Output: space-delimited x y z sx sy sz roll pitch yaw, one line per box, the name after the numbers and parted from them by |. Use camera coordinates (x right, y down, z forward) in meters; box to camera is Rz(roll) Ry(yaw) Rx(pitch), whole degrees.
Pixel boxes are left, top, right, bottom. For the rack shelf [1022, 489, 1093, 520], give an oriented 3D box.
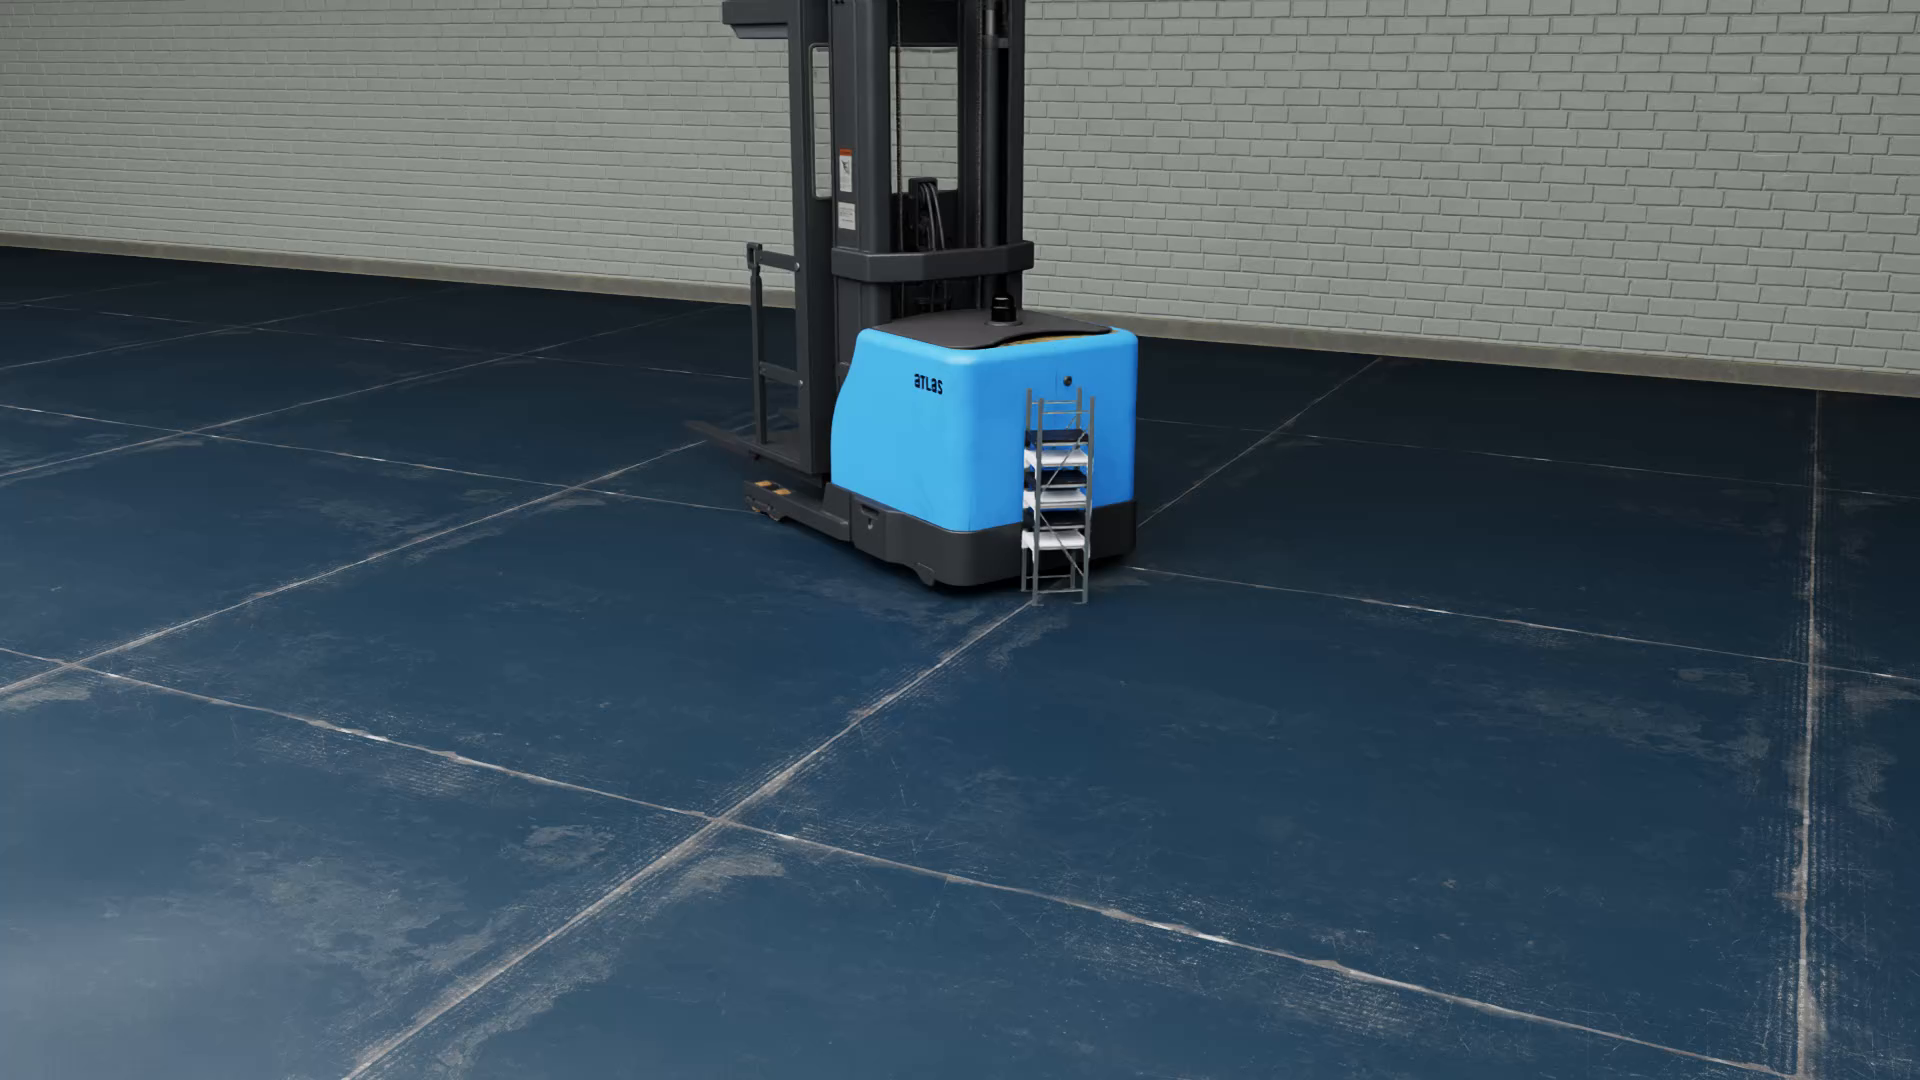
0.412 -0.152 7.064 0.258 0.077 0.200 -2 17 -11 | rack shelf

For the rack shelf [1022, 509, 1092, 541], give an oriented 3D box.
0.410 -0.066 7.090 0.258 0.077 0.200 -2 17 -11 | rack shelf

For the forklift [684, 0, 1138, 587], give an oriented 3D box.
-0.444 -1.565 8.146 1.130 2.935 3.031 -11 20 -33 | forklift

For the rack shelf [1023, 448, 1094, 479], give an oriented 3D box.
0.415 -0.325 7.013 0.258 0.077 0.200 -2 17 -11 | rack shelf

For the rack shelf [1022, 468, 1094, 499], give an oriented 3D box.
0.413 -0.238 7.039 0.258 0.077 0.200 -2 17 -11 | rack shelf

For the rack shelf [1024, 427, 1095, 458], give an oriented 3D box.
0.416 -0.411 6.988 0.258 0.077 0.200 -2 17 -11 | rack shelf

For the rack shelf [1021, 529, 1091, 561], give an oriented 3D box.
0.409 0.021 7.115 0.258 0.077 0.200 -2 17 -11 | rack shelf

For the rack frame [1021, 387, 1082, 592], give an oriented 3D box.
0.392 -0.212 7.150 0.240 0.900 0.006 -2 17 -11 | rack frame

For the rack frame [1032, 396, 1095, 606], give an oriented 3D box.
0.432 -0.155 6.959 0.240 0.900 0.006 -2 17 -11 | rack frame

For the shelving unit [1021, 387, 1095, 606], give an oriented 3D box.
0.412 -0.184 7.055 0.258 0.900 0.210 -2 17 -11 | shelving unit
